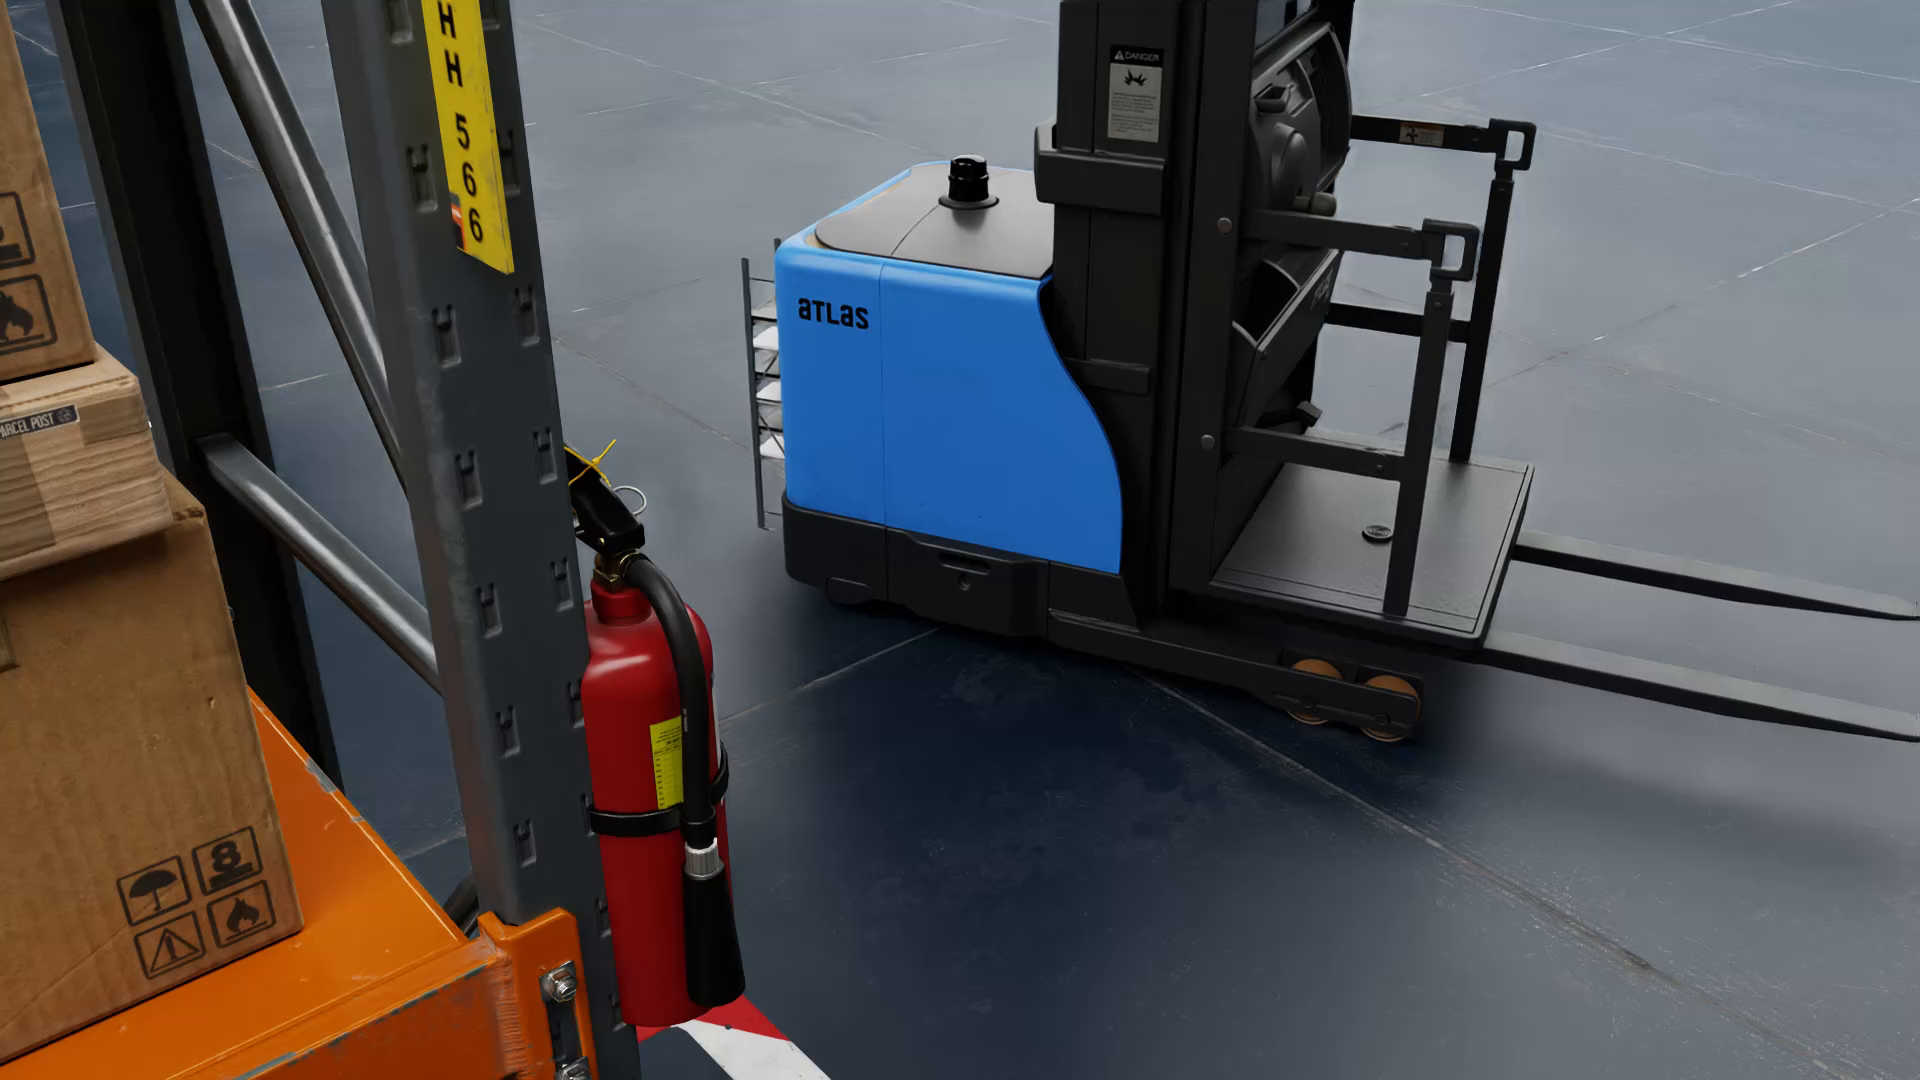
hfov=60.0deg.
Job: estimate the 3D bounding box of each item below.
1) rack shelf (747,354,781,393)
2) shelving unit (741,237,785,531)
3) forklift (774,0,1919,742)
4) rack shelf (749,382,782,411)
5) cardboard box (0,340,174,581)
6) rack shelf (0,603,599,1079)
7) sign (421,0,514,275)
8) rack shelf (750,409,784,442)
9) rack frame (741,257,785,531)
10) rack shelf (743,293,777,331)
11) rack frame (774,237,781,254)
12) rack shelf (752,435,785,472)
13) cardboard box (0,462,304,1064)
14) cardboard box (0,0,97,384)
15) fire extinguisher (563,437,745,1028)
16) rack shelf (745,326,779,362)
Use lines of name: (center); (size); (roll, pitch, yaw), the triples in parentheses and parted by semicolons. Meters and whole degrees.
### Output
rack shelf: (-0.494, -0.508, 5.125); (0.258, 0.077, 0.200); (11, 30, 20)
shelving unit: (-0.494, -0.458, 5.152); (0.258, 0.900, 0.210); (11, 30, 20)
forklift: (1.044, -1.059, 4.123); (3.031, 2.935, 1.130); (12, 30, 21)
rack shelf: (-0.494, -0.428, 5.167); (0.258, 0.077, 0.200); (11, 30, 20)
cardboard box: (-0.899, -0.101, 1.463); (0.250, 0.149, 0.380); (-23, 35, -36)
rack shelf: (-2.253, 0.973, 1.010); (4.000, 0.370, 1.077); (-22, 35, -35)
sign: (-0.390, -0.373, 1.285); (0.005, 0.325, 0.100); (-22, 35, -35)
rack shelf: (-0.494, -0.349, 5.210); (0.258, 0.077, 0.200); (11, 30, 20)
rack frame: (-0.533, -0.413, 5.069); (0.240, 0.900, 0.006); (11, 30, 20)
rack shelf: (-0.494, -0.666, 5.040); (0.258, 0.077, 0.200); (11, 30, 20)
rack frame: (-0.455, -0.502, 5.235); (0.240, 0.900, 0.006); (11, 30, 20)
rack shelf: (-0.494, -0.270, 5.252); (0.258, 0.077, 0.200); (11, 30, 20)
cardboard box: (-1.095, 0.138, 1.703); (0.500, 0.500, 0.700); (-22, 35, -35)
cardboard box: (-1.135, -0.418, 1.367); (0.500, 0.500, 0.700); (-22, 35, -35)
fire extinguisher: (-0.340, 0.208, 1.760); (0.183, 0.674, 0.296); (-22, 35, -35)
rack shelf: (-0.494, -0.587, 5.083); (0.258, 0.077, 0.200); (11, 30, 20)
